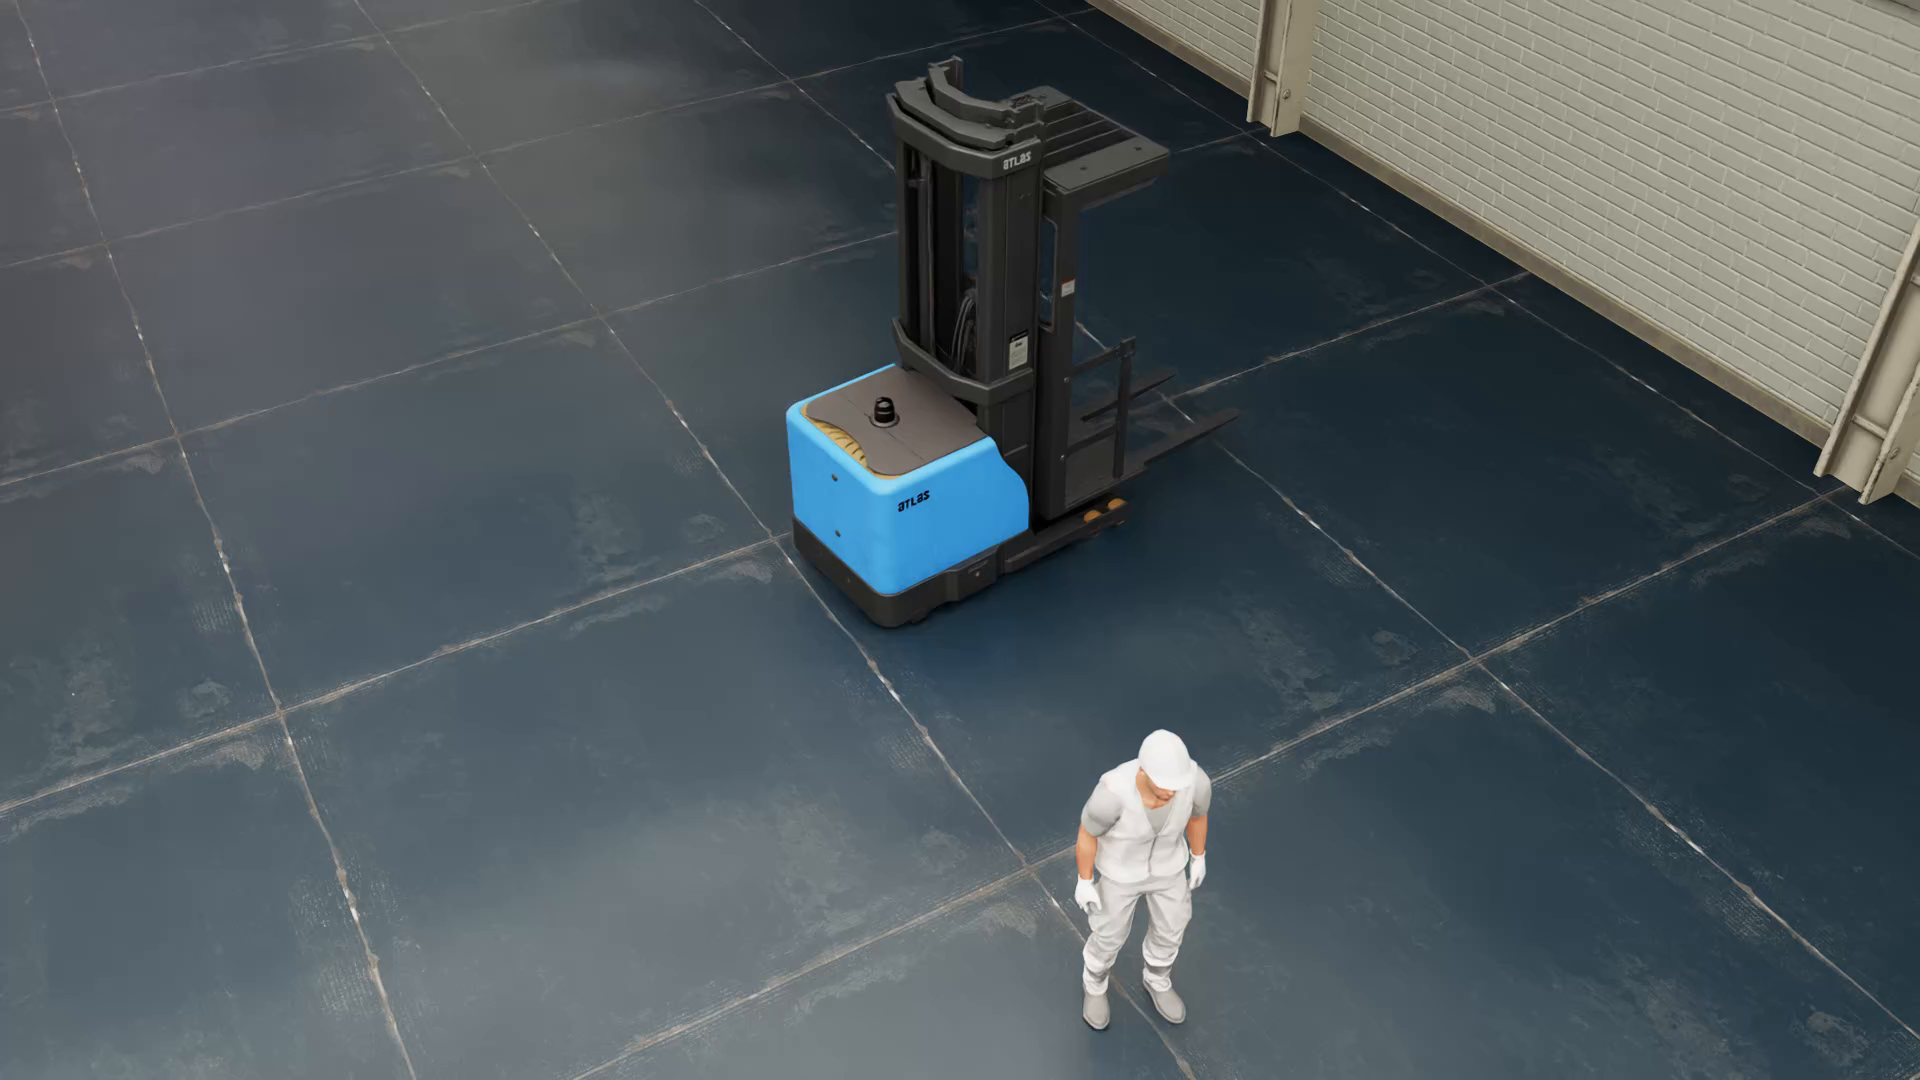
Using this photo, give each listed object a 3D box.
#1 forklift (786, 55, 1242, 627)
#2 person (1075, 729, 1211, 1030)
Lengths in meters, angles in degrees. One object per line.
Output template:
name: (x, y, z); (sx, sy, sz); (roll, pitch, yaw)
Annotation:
forklift: (0.460, -1.392, 9.715); (3.031, 2.935, 1.130); (-26, 46, -28)
person: (0.788, 1.445, 7.201); (0.608, 1.778, 0.438); (-8, 40, -10)
